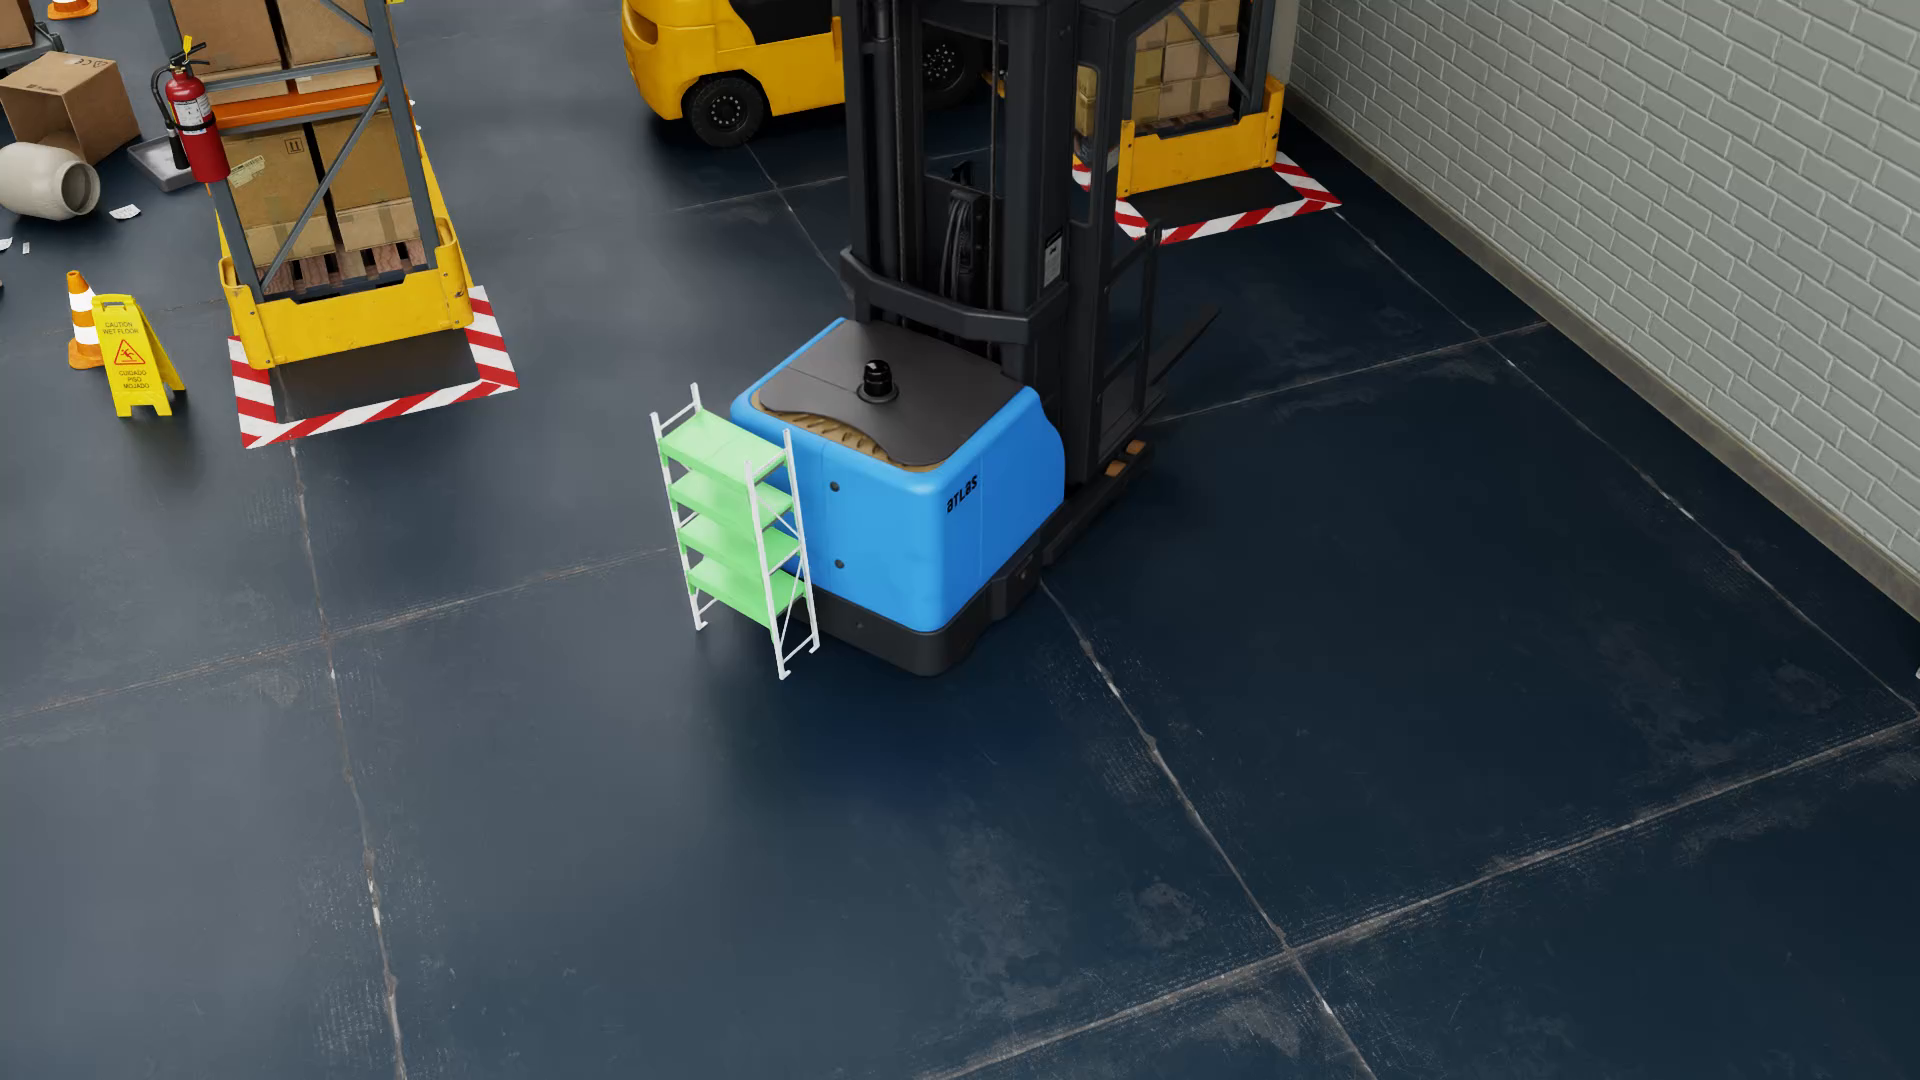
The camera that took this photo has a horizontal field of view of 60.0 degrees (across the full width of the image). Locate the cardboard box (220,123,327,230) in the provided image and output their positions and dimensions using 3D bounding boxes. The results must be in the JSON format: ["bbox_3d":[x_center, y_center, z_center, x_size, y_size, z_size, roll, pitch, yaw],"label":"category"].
[{"bbox_3d":[-3.752,-2.038,8.950,0.500,0.500,0.500,-15,43,-17],"label":"cardboard box"}]

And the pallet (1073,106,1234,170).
[{"bbox_3d":[1.049,-2.853,10.824,1.003,0.211,1.213,-15,43,-17],"label":"pallet"}]

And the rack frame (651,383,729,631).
[{"bbox_3d":[-1.087,-0.112,6.867,0.015,1.200,0.240,27,51,28],"label":"rack frame"}]

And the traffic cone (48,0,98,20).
[{"bbox_3d":[-6.503,-4.065,12.041,0.336,0.463,0.334,-15,43,-17],"label":"traffic cone"}]

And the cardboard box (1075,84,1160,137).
[{"bbox_3d":[0.909,-2.781,10.389,0.500,0.250,0.500,-15,43,-17],"label":"cardboard box"}]

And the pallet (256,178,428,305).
[{"bbox_3d":[-3.512,-1.706,9.491,1.003,0.211,1.213,-15,43,-17],"label":"pallet"}]

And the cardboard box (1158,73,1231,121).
[{"bbox_3d":[1.373,-2.921,10.552,0.500,0.250,0.500,-15,43,-17],"label":"cardboard box"}]

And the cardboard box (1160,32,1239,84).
[{"bbox_3d":[1.392,-3.101,10.378,0.500,0.250,0.500,-14,43,-16],"label":"cardboard box"}]

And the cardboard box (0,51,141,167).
[{"bbox_3d":[-5.582,-2.697,10.420,0.500,0.500,0.500,12,42,13],"label":"cardboard box"}]

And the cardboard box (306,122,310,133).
[{"bbox_3d":[-4.338,-2.685,10.278,0.500,0.250,0.500,-16,43,-17],"label":"cardboard box"}]

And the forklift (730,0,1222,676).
[{"bbox_3d":[0.280,-1.478,7.140,1.130,2.935,3.031,23,46,24],"label":"forklift"}]

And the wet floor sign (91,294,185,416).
[{"bbox_3d":[-4.120,-0.946,8.273,0.267,0.644,0.232,-2,41,-2],"label":"wet floor sign"}]

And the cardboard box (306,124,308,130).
[{"bbox_3d":[-4.141,-2.657,9.670,0.500,0.500,0.500,-16,43,-18],"label":"cardboard box"}]

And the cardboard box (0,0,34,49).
[{"bbox_3d":[-6.368,-3.506,10.782,0.500,0.500,0.500,-15,43,-17],"label":"cardboard box"}]

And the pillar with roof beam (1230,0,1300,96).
[{"bbox_3d":[-2.031,-5.305,6.936,9.100,9.000,0.400,-15,43,-17],"label":"pillar with roof beam"}]

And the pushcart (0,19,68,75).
[{"bbox_3d":[-6.822,-3.036,10.910,1.648,0.377,0.936,-31,49,-31],"label":"pushcart"}]

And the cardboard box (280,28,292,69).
[{"bbox_3d":[-3.253,-2.529,8.502,0.380,0.149,0.250,-14,43,-16],"label":"cardboard box"}]

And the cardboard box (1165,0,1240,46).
[{"bbox_3d":[1.371,-3.293,10.217,0.500,0.250,0.500,-16,43,-18],"label":"cardboard box"}]

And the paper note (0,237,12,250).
[{"bbox_3d":[-5.591,-1.711,9.644,0.148,0.019,0.142,-2,41,-2],"label":"paper note"}]

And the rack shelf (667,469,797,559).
[{"bbox_3d":[-0.901,-0.142,6.633,0.480,0.148,0.258,27,51,28],"label":"rack shelf"}]

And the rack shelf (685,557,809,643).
[{"bbox_3d":[-0.883,0.206,6.962,0.480,0.148,0.258,27,51,28],"label":"rack shelf"}]

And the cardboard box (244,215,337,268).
[{"bbox_3d":[-3.771,-1.771,9.214,0.500,0.250,0.500,-15,43,-17],"label":"cardboard box"}]

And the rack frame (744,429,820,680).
[{"bbox_3d":[-0.701,0.083,6.640,0.015,1.200,0.240,27,51,28],"label":"rack frame"}]

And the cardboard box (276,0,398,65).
[{"bbox_3d":[-3.129,-2.725,8.232,0.500,0.500,0.500,-16,43,-18],"label":"cardboard box"}]

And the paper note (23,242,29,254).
[{"bbox_3d":[-5.407,-1.691,9.627,0.032,0.001,0.123,-15,43,-17],"label":"paper note"}]

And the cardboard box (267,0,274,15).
[{"bbox_3d":[-3.917,-2.918,8.954,0.380,0.149,0.250,-15,43,-16],"label":"cardboard box"}]

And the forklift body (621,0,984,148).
[{"bbox_3d":[-1.031,-3.825,10.468,2.313,2.155,1.214,-15,43,-17],"label":"forklift body"}]

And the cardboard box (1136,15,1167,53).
[{"bbox_3d":[0.916,-3.156,10.057,0.500,0.250,0.500,-14,43,-15],"label":"cardboard box"}]

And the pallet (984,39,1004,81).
[{"bbox_3d":[0.586,-3.587,11.678,1.003,0.211,1.213,-15,43,-17],"label":"pallet"}]

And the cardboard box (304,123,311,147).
[{"bbox_3d":[-3.955,-2.352,9.314,0.500,0.500,0.500,-14,43,-15],"label":"cardboard box"}]

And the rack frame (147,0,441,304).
[{"bbox_3d":[-3.204,-2.220,7.949,1.000,3.000,0.127,-15,43,-17],"label":"rack frame"}]

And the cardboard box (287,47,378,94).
[{"bbox_3d":[-3.143,-2.381,8.329,0.380,0.149,0.250,-15,43,-17],"label":"cardboard box"}]

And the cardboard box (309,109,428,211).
[{"bbox_3d":[-3.267,-2.190,9.126,0.500,0.500,0.500,-16,43,-18],"label":"cardboard box"}]

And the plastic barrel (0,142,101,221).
[{"bbox_3d":[-5.393,-2.109,9.797,0.512,0.421,0.421,12,42,13],"label":"plastic barrel"}]

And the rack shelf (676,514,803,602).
[{"bbox_3d":[-0.892,0.032,6.798,0.480,0.148,0.258,27,51,28],"label":"rack shelf"}]

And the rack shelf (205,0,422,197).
[{"bbox_3d":[-3.970,-3.152,9.585,1.077,0.370,4.000,-15,43,-17],"label":"rack shelf"}]

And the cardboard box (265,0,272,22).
[{"bbox_3d":[-3.854,-2.931,8.472,0.500,0.500,0.500,-15,43,-17],"label":"cardboard box"}]

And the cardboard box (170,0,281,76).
[{"bbox_3d":[-3.667,-2.628,8.120,0.500,0.500,0.500,-16,43,-18],"label":"cardboard box"}]

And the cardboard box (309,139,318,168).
[{"bbox_3d":[-4.158,-2.384,9.927,0.500,0.250,0.500,-17,43,-18],"label":"cardboard box"}]

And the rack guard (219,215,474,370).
[{"bbox_3d":[-3.233,-1.318,8.817,1.175,0.500,0.348,-15,43,-17],"label":"rack guard"}]

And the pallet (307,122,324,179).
[{"bbox_3d":[-3.975,-2.440,10.344,1.003,0.211,1.213,-15,43,-17],"label":"pallet"}]

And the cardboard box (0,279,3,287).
[{"bbox_3d":[-5.572,-1.424,9.210,0.380,0.149,0.250,5,41,6],"label":"cardboard box"}]

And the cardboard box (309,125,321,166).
[{"bbox_3d":[-3.666,-2.526,10.092,0.500,0.250,0.500,-12,42,-14],"label":"cardboard box"}]

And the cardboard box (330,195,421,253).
[{"bbox_3d":[-3.257,-1.891,9.354,0.500,0.250,0.500,-15,43,-17],"label":"cardboard box"}]

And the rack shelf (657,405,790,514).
[{"bbox_3d":[-0.910,-0.316,6.468,0.480,0.148,0.258,27,51,28],"label":"rack shelf"}]

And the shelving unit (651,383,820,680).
[{"bbox_3d":[-0.894,-0.015,6.754,0.503,1.200,0.258,27,51,28],"label":"shelving unit"}]

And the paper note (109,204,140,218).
[{"bbox_3d":[-4.984,-1.962,9.926,0.142,0.019,0.148,-31,49,-31],"label":"paper note"}]

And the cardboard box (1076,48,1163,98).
[{"bbox_3d":[0.905,-2.982,10.239,0.500,0.250,0.500,-16,43,-17],"label":"cardboard box"}]

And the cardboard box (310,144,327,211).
[{"bbox_3d":[-3.953,-2.070,9.562,0.500,0.250,0.500,-15,43,-17],"label":"cardboard box"}]

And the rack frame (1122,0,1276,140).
[{"bbox_3d":[1.380,-3.460,9.392,1.000,3.000,0.127,-15,43,-17],"label":"rack frame"}]

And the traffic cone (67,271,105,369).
[{"bbox_3d":[-4.561,-1.195,8.703,0.336,0.463,0.334,-15,43,-17],"label":"traffic cone"}]

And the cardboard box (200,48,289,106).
[{"bbox_3d":[-3.545,-2.296,8.231,0.380,0.149,0.250,-14,43,-15],"label":"cardboard box"}]

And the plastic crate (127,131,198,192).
[{"bbox_3d":[-4.892,-2.372,10.365,0.402,0.080,0.583,-31,49,-31],"label":"plastic crate"}]

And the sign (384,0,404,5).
[{"bbox_3d":[-2.703,-2.683,7.824,0.100,0.325,0.005,-15,43,-17],"label":"sign"}]

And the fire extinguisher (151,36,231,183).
[{"bbox_3d":[-3.586,-2.006,7.760,0.296,0.674,0.183,-15,43,-17],"label":"fire extinguisher"}]

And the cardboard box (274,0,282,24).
[{"bbox_3d":[-3.330,-3.036,8.594,0.500,0.500,0.500,-14,43,-16],"label":"cardboard box"}]

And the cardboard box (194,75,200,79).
[{"bbox_3d":[-3.744,-2.421,8.376,0.380,0.149,0.250,-16,43,-17],"label":"cardboard box"}]

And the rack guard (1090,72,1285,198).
[{"bbox_3d":[1.389,-2.498,10.190,1.175,0.500,0.348,-15,43,-17],"label":"rack guard"}]
